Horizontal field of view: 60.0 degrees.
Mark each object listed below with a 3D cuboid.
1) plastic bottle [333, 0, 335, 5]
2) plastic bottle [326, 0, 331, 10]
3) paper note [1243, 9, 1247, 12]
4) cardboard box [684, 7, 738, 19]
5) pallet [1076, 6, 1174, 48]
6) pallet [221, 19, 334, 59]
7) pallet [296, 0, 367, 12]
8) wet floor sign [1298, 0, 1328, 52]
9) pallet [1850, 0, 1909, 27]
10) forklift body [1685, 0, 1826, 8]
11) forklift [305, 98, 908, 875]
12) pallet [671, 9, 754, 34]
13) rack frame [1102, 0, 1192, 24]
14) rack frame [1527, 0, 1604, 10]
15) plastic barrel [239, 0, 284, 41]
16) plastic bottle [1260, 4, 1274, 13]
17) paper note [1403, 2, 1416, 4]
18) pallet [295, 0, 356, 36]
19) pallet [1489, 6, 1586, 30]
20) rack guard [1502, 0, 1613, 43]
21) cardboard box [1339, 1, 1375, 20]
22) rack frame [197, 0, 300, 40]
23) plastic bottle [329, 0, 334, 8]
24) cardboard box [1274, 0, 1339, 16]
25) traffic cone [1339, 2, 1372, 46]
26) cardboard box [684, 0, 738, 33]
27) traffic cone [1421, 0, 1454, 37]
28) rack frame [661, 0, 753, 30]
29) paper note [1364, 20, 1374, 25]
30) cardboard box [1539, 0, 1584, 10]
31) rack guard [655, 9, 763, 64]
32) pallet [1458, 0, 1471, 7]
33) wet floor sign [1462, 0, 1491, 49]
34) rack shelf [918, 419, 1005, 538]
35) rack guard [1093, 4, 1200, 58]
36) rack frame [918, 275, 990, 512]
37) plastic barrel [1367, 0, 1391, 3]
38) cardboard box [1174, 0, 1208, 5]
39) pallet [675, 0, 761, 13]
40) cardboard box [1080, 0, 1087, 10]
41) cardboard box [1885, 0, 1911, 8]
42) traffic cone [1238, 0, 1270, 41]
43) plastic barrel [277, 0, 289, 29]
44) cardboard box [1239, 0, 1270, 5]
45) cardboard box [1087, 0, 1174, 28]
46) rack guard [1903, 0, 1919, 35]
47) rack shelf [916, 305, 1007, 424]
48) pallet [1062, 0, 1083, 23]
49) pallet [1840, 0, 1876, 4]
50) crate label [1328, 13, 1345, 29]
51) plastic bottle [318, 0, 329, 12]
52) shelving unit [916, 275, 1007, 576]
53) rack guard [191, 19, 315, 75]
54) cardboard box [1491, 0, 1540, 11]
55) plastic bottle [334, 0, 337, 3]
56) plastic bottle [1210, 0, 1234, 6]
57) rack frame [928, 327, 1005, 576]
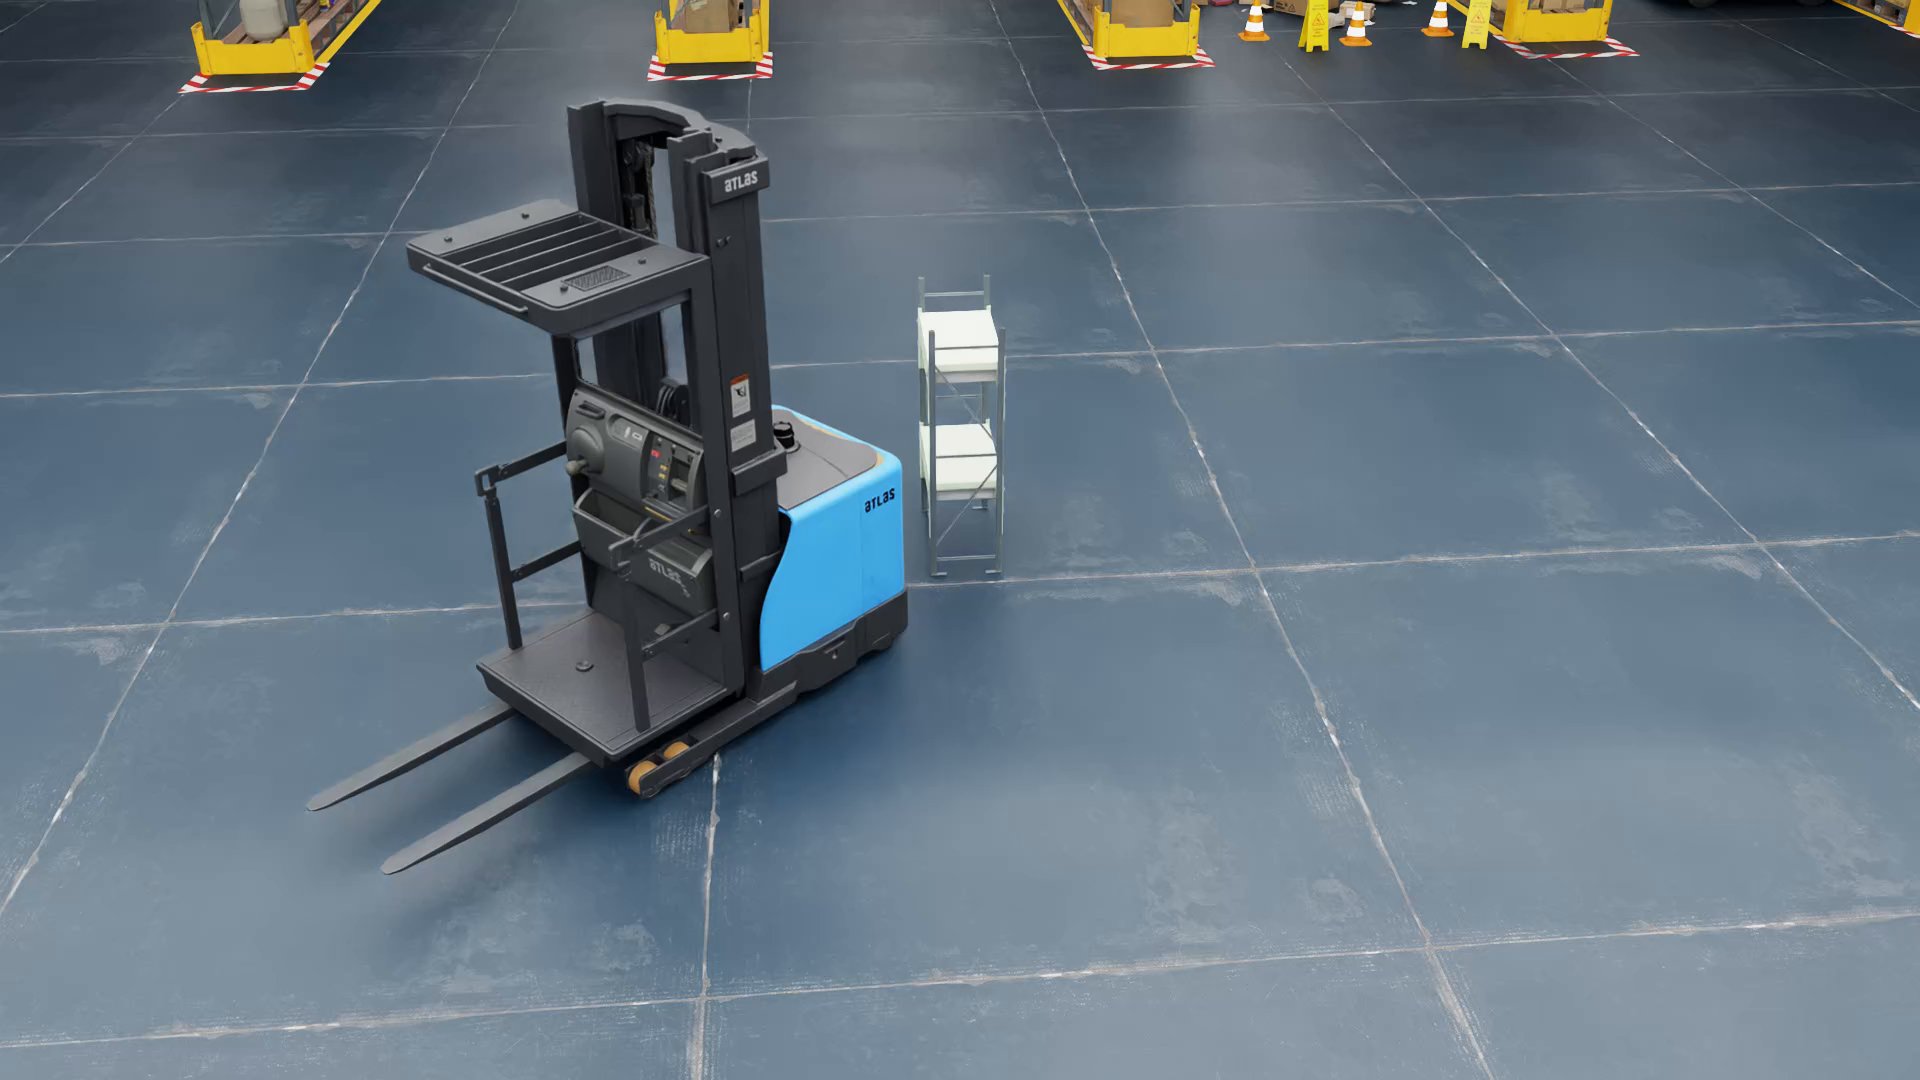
[{"bbox_3d":[-7.646,-6.623,20.144,0.097,0.271,0.097,0,31,0],"label":"plastic bottle"},{"bbox_3d":[-7.624,-6.471,19.957,0.097,0.201,0.097,0,31,0],"label":"plastic bottle"},{"bbox_3d":[3.565,-6.647,20.868,0.032,0.001,0.123,13,33,21],"label":"paper note"},{"bbox_3d":[-2.955,-6.457,19.663,0.500,0.500,0.500,5,31,8],"label":"cardboard box"},{"bbox_3d":[1.972,-6.120,19.791,1.003,0.211,1.213,-3,31,-5],"label":"pallet"},{"bbox_3d":[-7.879,-5.744,19.161,1.003,0.211,1.213,-3,31,-5],"label":"pallet"},{"bbox_3d":[-8.107,-6.990,21.246,1.003,0.211,1.213,-3,31,-5],"label":"pallet"},{"bbox_3d":[4.098,-5.982,19.136,0.267,0.644,0.232,-8,32,-13],"label":"wet floor sign"},{"bbox_3d":[11.872,-6.633,20.648,1.003,0.211,1.213,-3,31,-5],"label":"pallet"},{"bbox_3d":[9.991,-7.958,20.975,2.313,2.155,1.214,-3,31,-5],"label":"forklift body"},{"bbox_3d":[-1.637,-0.355,7.485,1.130,2.935,3.031,25,39,35],"label":"forklift"},{"bbox_3d":[-2.871,-5.985,19.564,1.003,0.211,1.213,-3,31,-5],"label":"pallet"},{"bbox_3d":[2.124,-6.913,18.398,1.000,3.000,0.127,-3,31,-5],"label":"rack frame"},{"bbox_3d":[7.043,-7.202,18.882,1.000,3.000,0.127,-3,31,-5],"label":"rack frame"},{"bbox_3d":[-7.892,-5.934,18.776,0.421,0.512,0.421,0,31,0],"label":"plastic barrel"},{"bbox_3d":[3.806,-6.677,20.869,0.133,0.061,0.283,-14,33,-22],"label":"plastic bottle"},{"bbox_3d":[5.735,-6.848,21.185,0.142,0.019,0.148,-14,33,-22],"label":"paper note"},{"bbox_3d":[-7.990,-6.365,20.201,1.003,0.211,1.213,-3,31,-5],"label":"pallet"},{"bbox_3d":[6.995,-6.460,20.359,1.003,0.211,1.213,-3,31,-5],"label":"pallet"},{"bbox_3d":[7.036,-6.167,19.588,1.175,0.500,0.348,-3,31,-5],"label":"rack guard"},{"bbox_3d":[4.910,-6.550,20.570,0.380,0.149,0.250,13,33,21],"label":"cardboard box"},{"bbox_3d":[-7.755,-6.490,17.690,1.000,3.000,0.127,-3,31,-5],"label":"rack frame"},{"bbox_3d":[-7.617,-6.569,20.043,0.061,0.283,0.133,-2,31,-4],"label":"plastic bottle"},{"bbox_3d":[4.359,-6.905,20.820,0.637,0.503,0.797,27,40,37],"label":"cardboard box"},{"bbox_3d":[4.645,-6.043,19.417,0.336,0.463,0.334,-3,31,-5],"label":"traffic cone"},{"bbox_3d":[-2.865,-6.154,19.155,0.500,0.500,0.500,3,31,5],"label":"cardboard box"},{"bbox_3d":[5.719,-6.270,19.796,0.336,0.463,0.334,-3,31,-5],"label":"traffic cone"},{"bbox_3d":[-2.823,-6.727,18.087,1.000,3.000,0.127,-3,31,-5],"label":"rack frame"},{"bbox_3d":[4.973,-6.314,20.291,0.148,0.019,0.142,-14,33,-22],"label":"paper note"},{"bbox_3d":[7.243,-6.627,20.191,0.500,0.250,0.500,-3,31,-5],"label":"cardboard box"},{"bbox_3d":[-2.831,-5.692,18.793,1.175,0.500,0.348,-3,31,-5],"label":"rack guard"},{"bbox_3d":[6.885,-7.081,21.399,1.003,0.211,1.213,-3,31,-5],"label":"pallet"},{"bbox_3d":[5.996,-6.043,19.237,0.267,0.644,0.232,8,32,13],"label":"wet floor sign"},{"bbox_3d":[0.001,-0.361,9.527,0.431,0.370,0.720,-3,31,-5],"label":"rack shelf"},{"bbox_3d":[2.127,-5.827,19.019,1.175,0.500,0.348,-3,31,-5],"label":"rack guard"},{"bbox_3d":[-0.034,-0.827,9.673,0.400,1.500,0.023,-3,31,-5],"label":"rack frame"},{"bbox_3d":[5.343,-7.078,21.186,0.512,0.421,0.421,20,36,29],"label":"plastic barrel"},{"bbox_3d":[2.917,-7.140,21.213,0.500,0.500,0.500,2,31,4],"label":"cardboard box"},{"bbox_3d":[-2.982,-6.606,20.604,1.003,0.211,1.213,-3,31,-5],"label":"pallet"},{"bbox_3d":[1.911,-6.973,20.162,0.875,0.875,0.875,-3,31,-5],"label":"cardboard box"},{"bbox_3d":[11.626,-6.666,20.257,0.500,0.250,0.500,-3,31,-4],"label":"cardboard box"},{"bbox_3d":[3.489,-6.163,19.617,0.336,0.463,0.334,-3,31,-5],"label":"traffic cone"},{"bbox_3d":[-7.939,-6.190,19.205,0.421,0.512,0.421,0,31,0],"label":"plastic barrel"},{"bbox_3d":[3.745,-6.992,21.197,0.396,0.266,0.258,2,31,4],"label":"cardboard box"},{"bbox_3d":[1.995,-6.524,19.410,0.875,0.875,0.875,-3,31,-4],"label":"cardboard box"},{"bbox_3d":[11.987,-6.356,19.903,1.175,0.500,0.348,-3,31,-5],"label":"rack guard"},{"bbox_3d":[0.001,-0.976,9.160,0.431,0.370,0.720,-3,31,-5],"label":"rack shelf"},{"bbox_3d":[1.861,-6.742,20.831,1.003,0.211,1.213,-3,31,-5],"label":"pallet"},{"bbox_3d":[11.761,-7.254,21.689,1.003,0.211,1.213,-3,31,-5],"label":"pallet"},{"bbox_3d":[4.510,-6.302,20.167,0.250,0.136,0.298,-20,36,-30],"label":"crate label"},{"bbox_3d":[-7.614,-6.448,19.851,0.097,0.271,0.097,0,31,0],"label":"plastic bottle"},{"bbox_3d":[0.001,-0.640,9.360,0.431,1.500,0.755,-3,31,-5],"label":"shelving unit"},{"bbox_3d":[-7.809,-5.453,18.392,1.175,0.500,0.348,-3,31,-5],"label":"rack guard"},{"bbox_3d":[6.698,-6.614,20.169,0.500,0.250,0.500,-3,31,-5],"label":"cardboard box"},{"bbox_3d":[-7.655,-6.674,20.230,0.097,0.271,0.097,0,31,0],"label":"plastic bottle"},{"bbox_3d":[3.336,-6.843,21.146,0.283,0.061,0.133,-14,33,-22],"label":"plastic bottle"},{"bbox_3d":[0.035,-0.454,9.047,0.400,1.500,0.023,-3,31,-5],"label":"rack frame"}]
